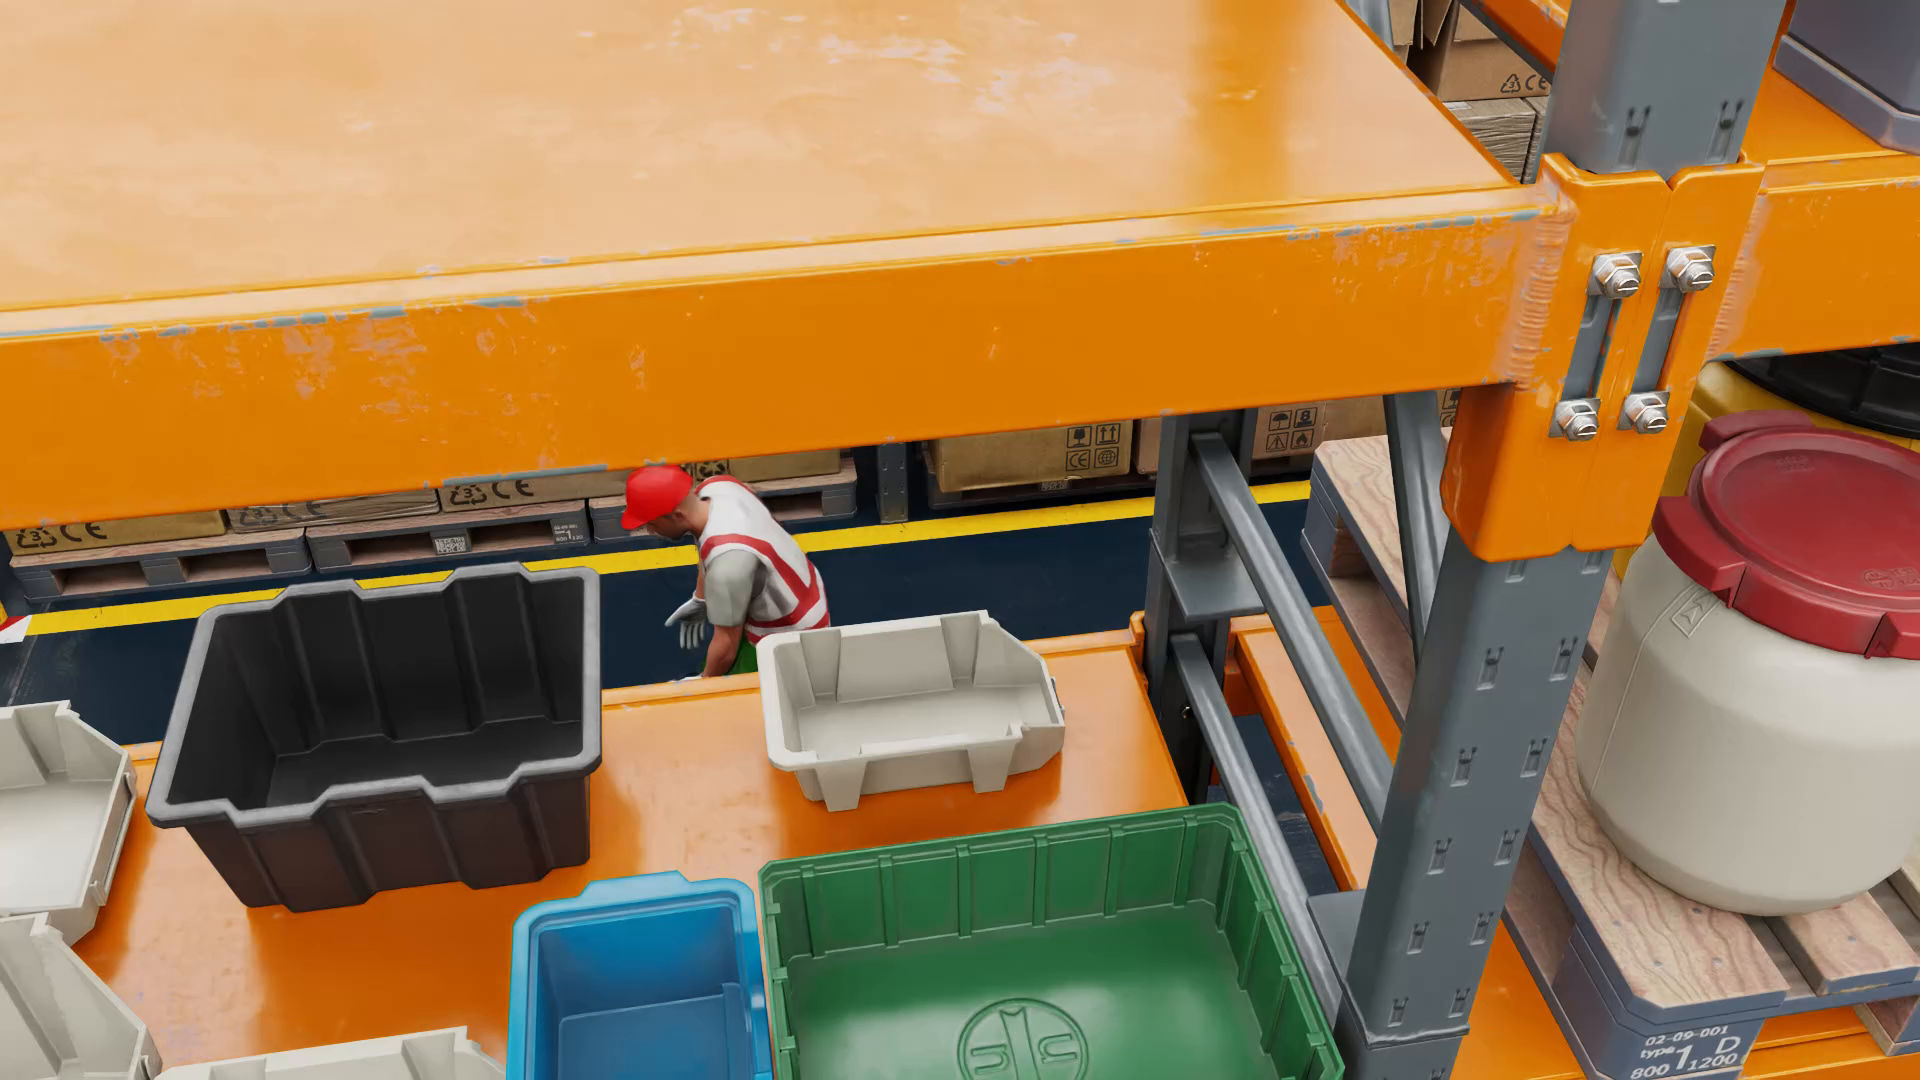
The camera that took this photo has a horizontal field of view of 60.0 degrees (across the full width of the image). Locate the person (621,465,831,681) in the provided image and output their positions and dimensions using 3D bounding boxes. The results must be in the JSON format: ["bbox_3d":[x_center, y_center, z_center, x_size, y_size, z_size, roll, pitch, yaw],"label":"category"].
[{"bbox_3d":[-0.788,0.346,5.885,0.669,1.555,0.577,-6,39,-7],"label":"person"}]
